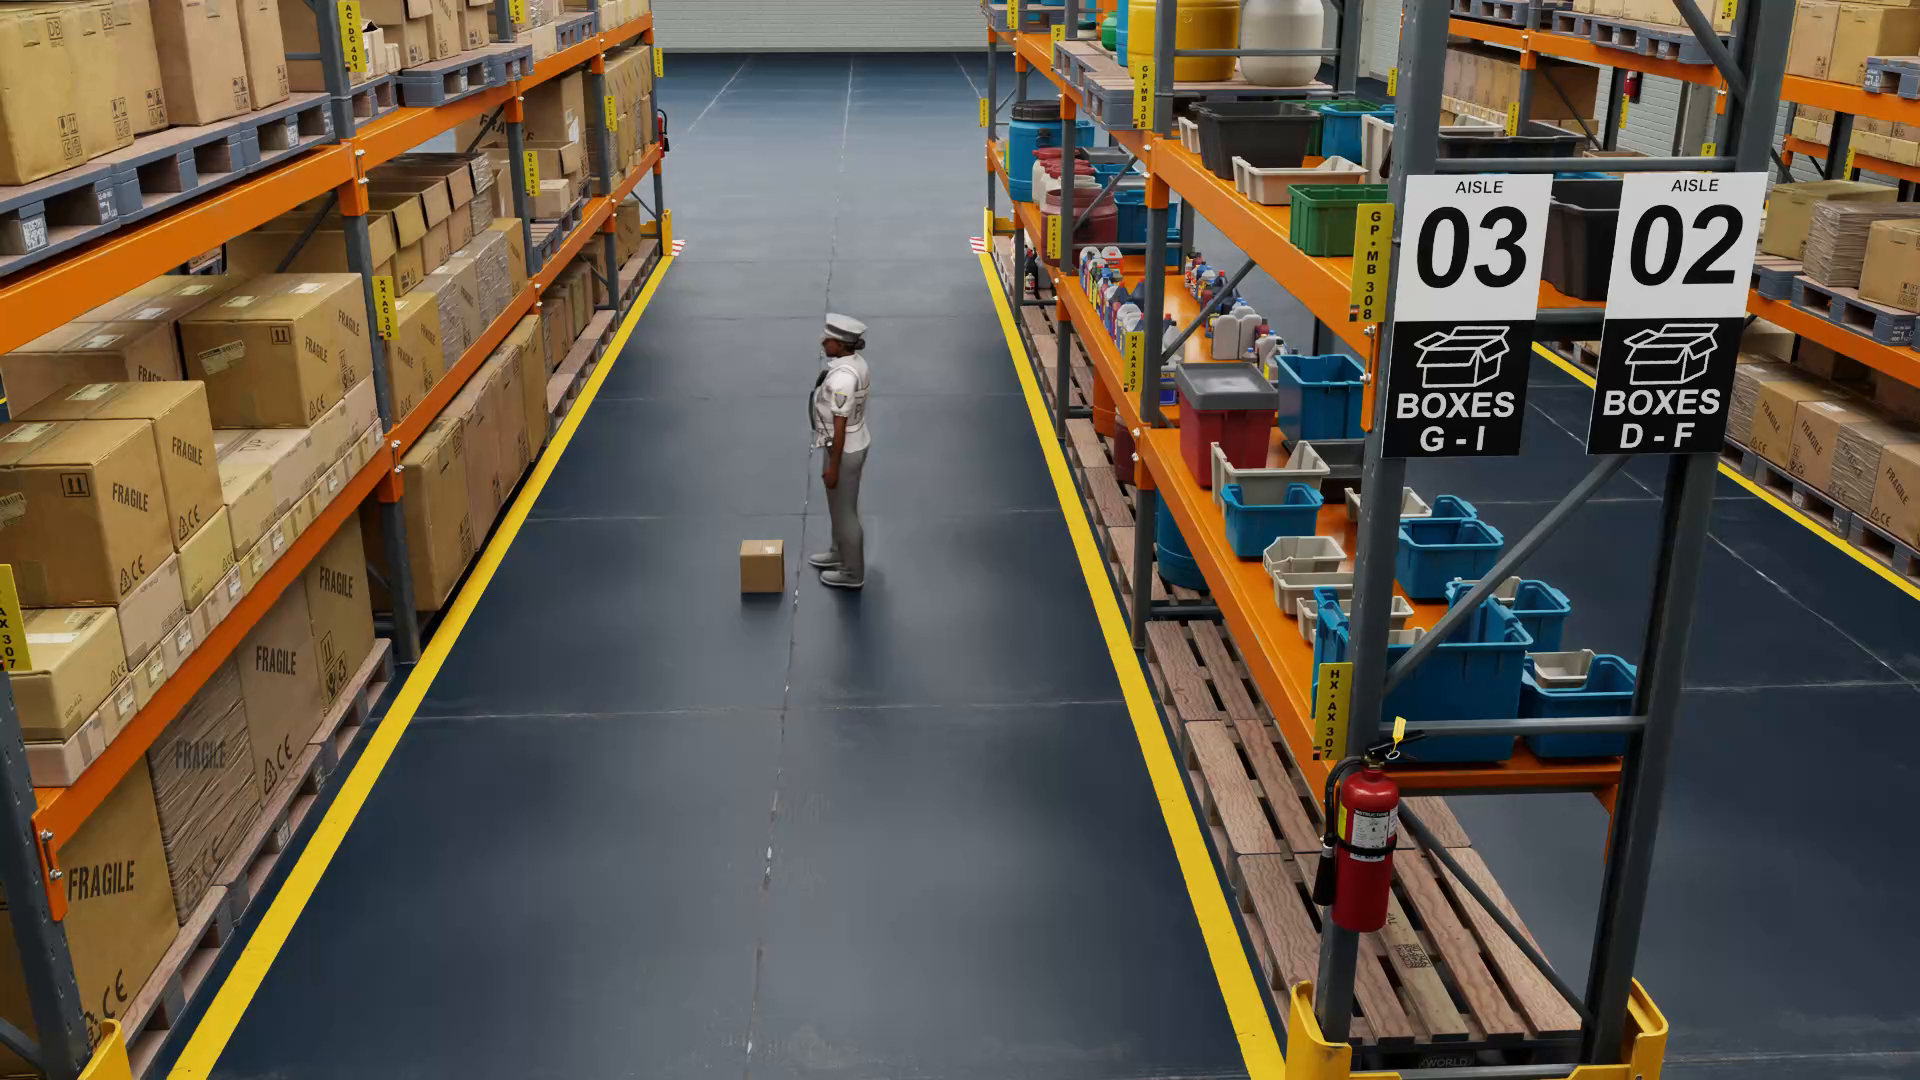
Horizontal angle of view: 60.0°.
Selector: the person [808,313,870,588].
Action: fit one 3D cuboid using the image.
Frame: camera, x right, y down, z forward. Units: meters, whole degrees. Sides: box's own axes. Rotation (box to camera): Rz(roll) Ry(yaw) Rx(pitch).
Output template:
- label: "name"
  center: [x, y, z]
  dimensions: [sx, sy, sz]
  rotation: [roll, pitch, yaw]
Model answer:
- label: "person"
  center: [-0.758, -0.541, 9.972]
  dimensions: [0.446, 1.680, 0.550]
  rotation: [2, 21, 6]
